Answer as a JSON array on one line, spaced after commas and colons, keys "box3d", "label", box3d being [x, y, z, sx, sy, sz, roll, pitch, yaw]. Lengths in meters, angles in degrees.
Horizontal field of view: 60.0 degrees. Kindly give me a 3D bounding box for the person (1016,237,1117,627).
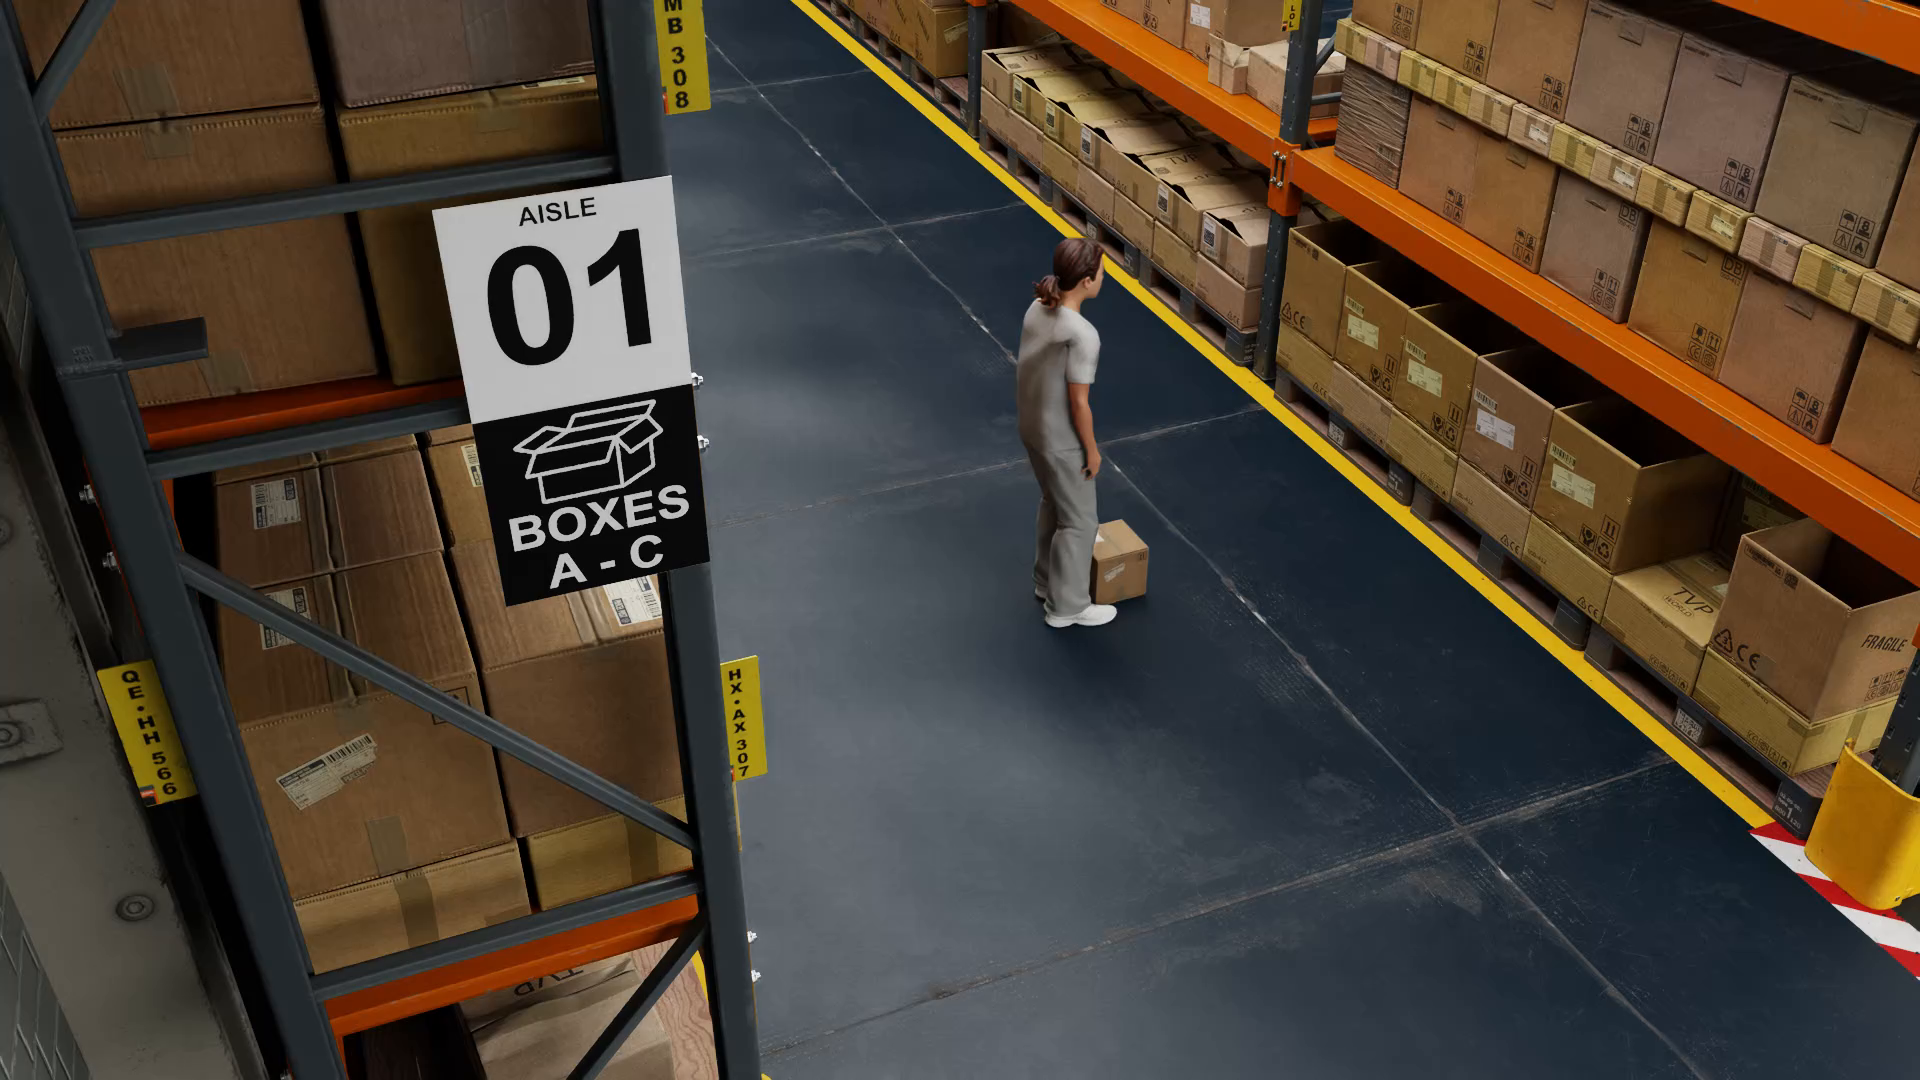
[{"box3d": [0.448, -0.439, 6.804, 0.416, 1.671, 0.502, -15, 36, -21], "label": "person"}]
